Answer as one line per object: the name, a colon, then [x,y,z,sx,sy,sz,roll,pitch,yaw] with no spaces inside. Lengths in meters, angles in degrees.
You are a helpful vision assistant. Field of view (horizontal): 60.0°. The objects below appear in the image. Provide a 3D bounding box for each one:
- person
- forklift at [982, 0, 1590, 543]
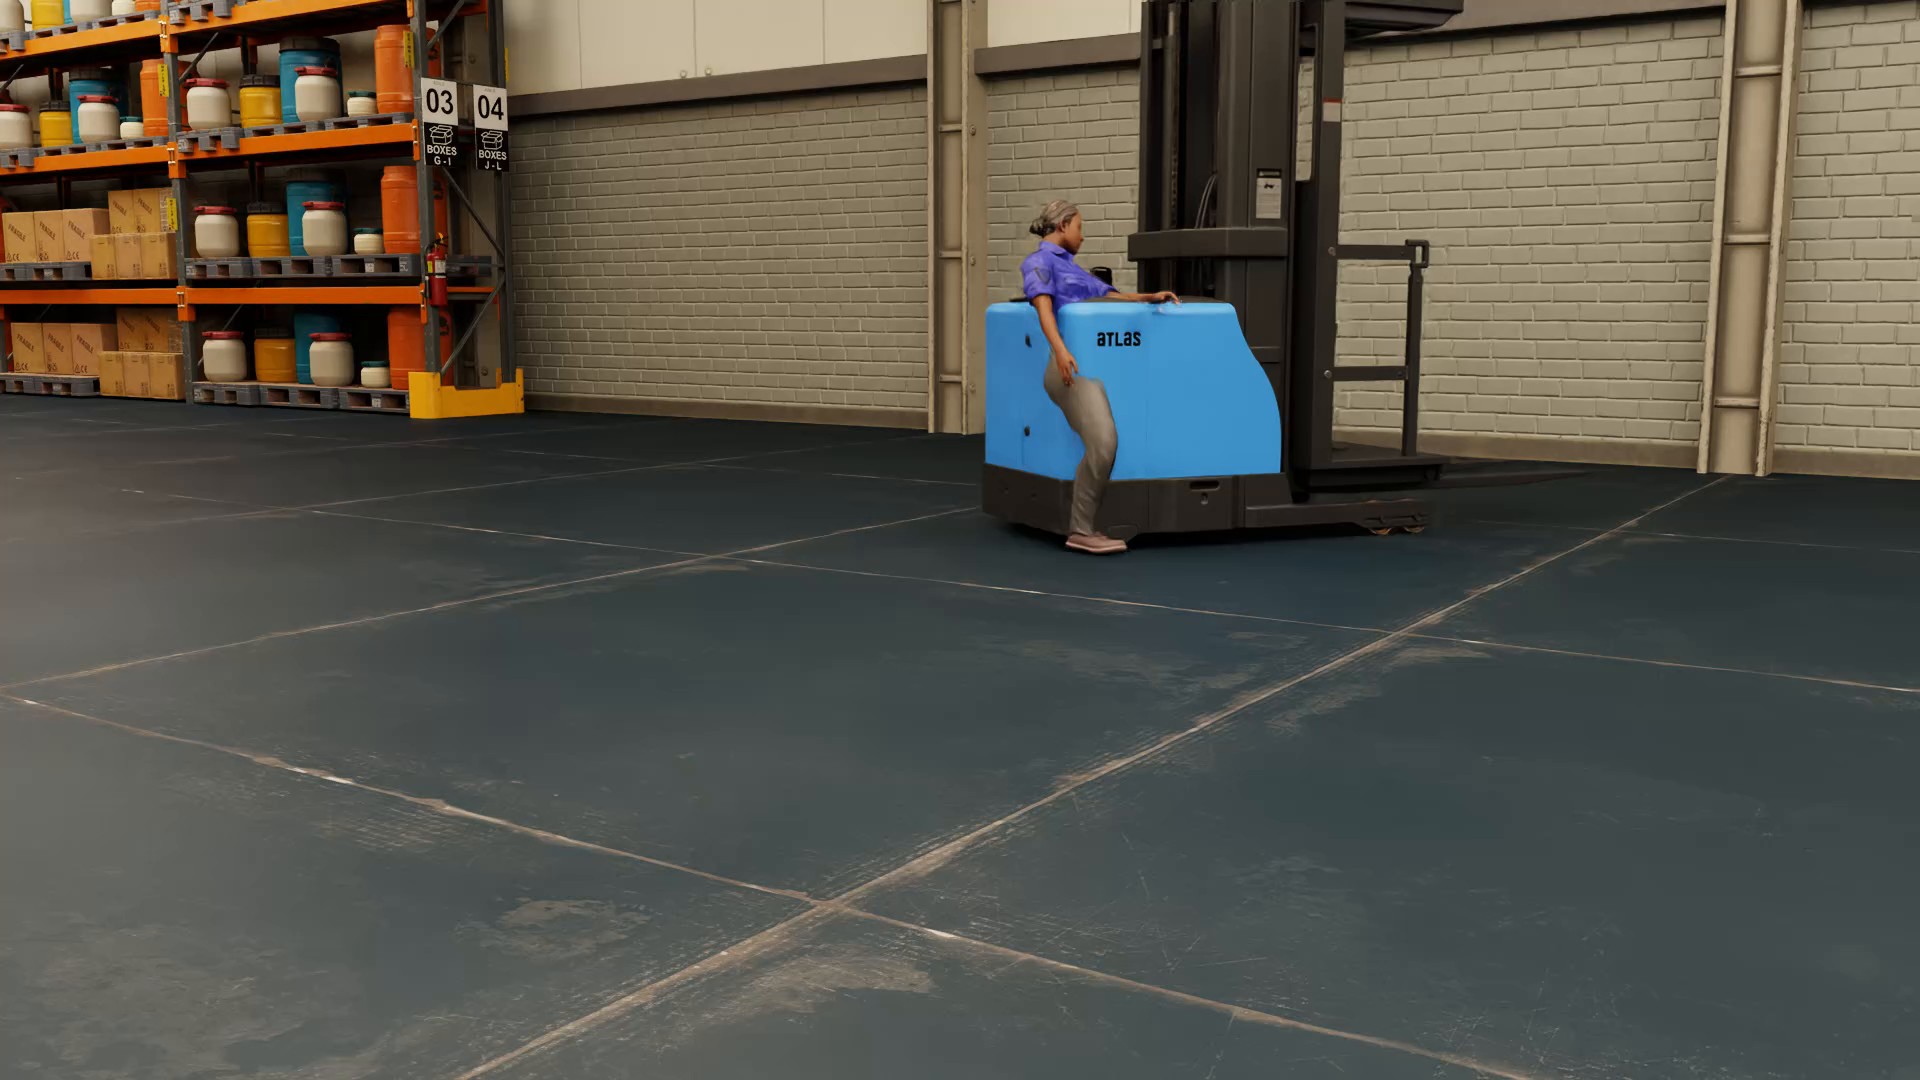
person: [0.556,-0.729,7.268,0.802,1.521,0.810,2,8,14]
forklift: [1.675,-1.538,8.006,3.031,2.935,1.130,-3,9,-22]
